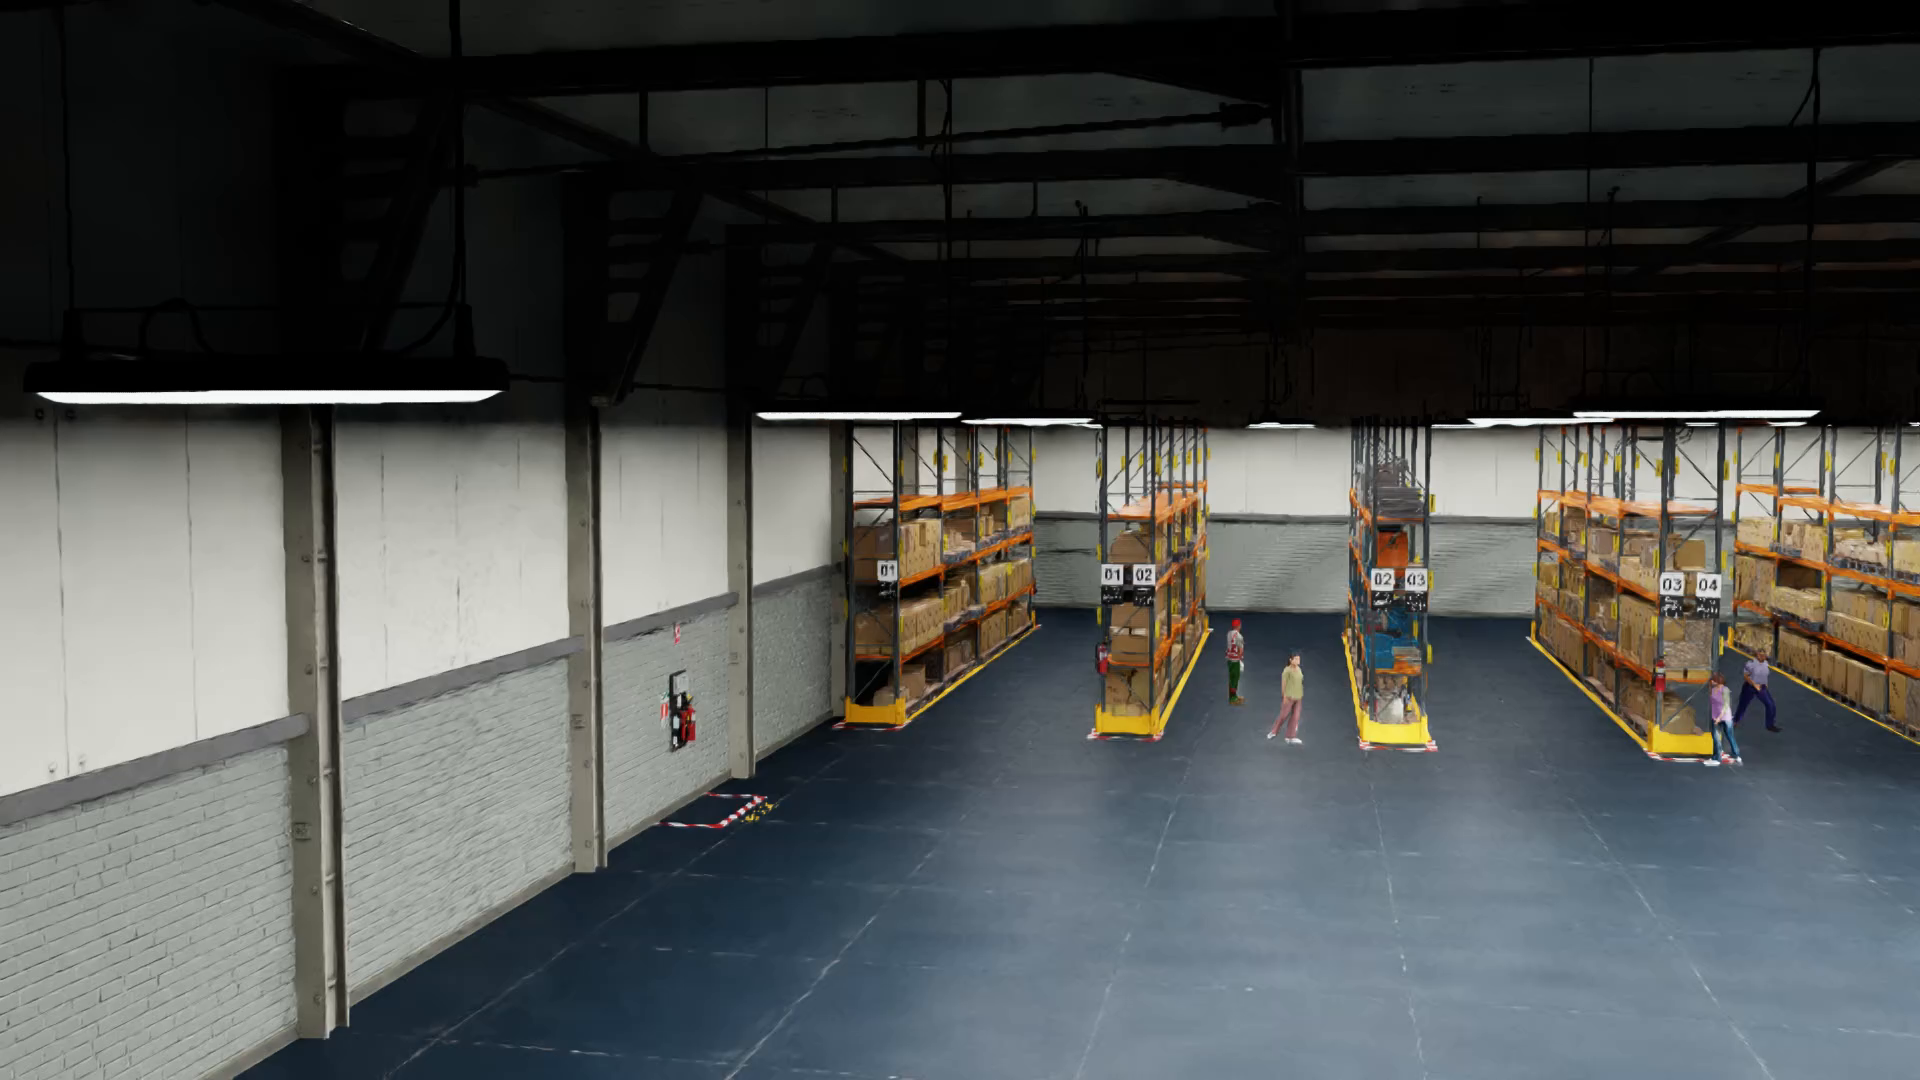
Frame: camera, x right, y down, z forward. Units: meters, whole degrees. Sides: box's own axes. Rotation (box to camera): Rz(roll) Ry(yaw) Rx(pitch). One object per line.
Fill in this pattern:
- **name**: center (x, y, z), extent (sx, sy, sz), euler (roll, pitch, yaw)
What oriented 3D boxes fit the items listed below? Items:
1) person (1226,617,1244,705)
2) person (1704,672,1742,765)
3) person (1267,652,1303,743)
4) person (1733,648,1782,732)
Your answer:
- **person**: center (5.769, 2.508, 34.599), extent (0.468, 1.787, 0.625), euler (-1, 4, -14)
- **person**: center (13.019, 3.045, 28.336), extent (0.638, 1.586, 0.444), euler (-1, 4, -15)
- **person**: center (5.934, 2.870, 30.355), extent (0.646, 1.664, 0.486), euler (-2, 4, -30)
- **person**: center (15.141, 2.819, 31.618), extent (0.655, 1.578, 0.824), euler (0, 4, -5)
